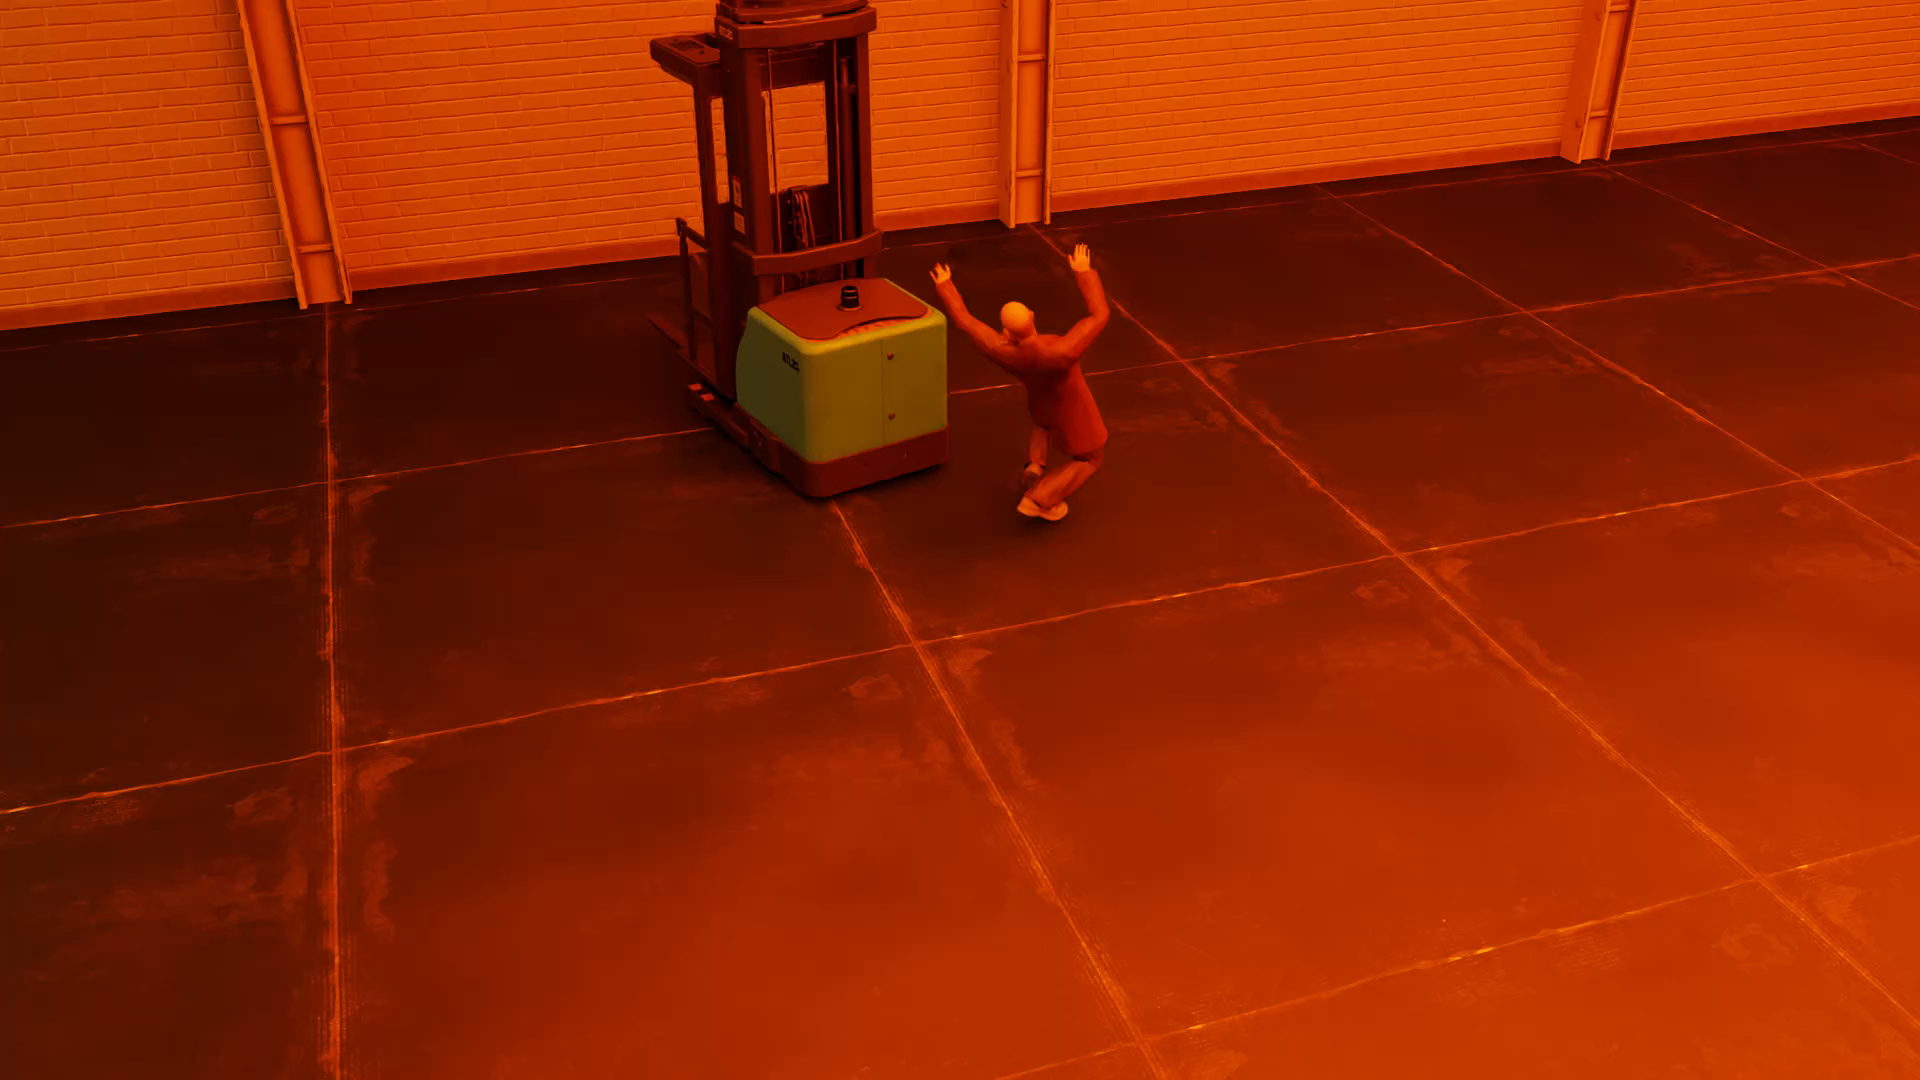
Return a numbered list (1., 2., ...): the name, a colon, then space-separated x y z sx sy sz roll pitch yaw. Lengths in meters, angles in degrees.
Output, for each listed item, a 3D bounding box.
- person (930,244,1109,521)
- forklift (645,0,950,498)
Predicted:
1. person: 0.391 -0.983 10.074 1.148 1.722 0.831 21 36 31
2. forklift: -1.280 -2.229 10.960 1.130 2.935 3.031 -18 34 -28
